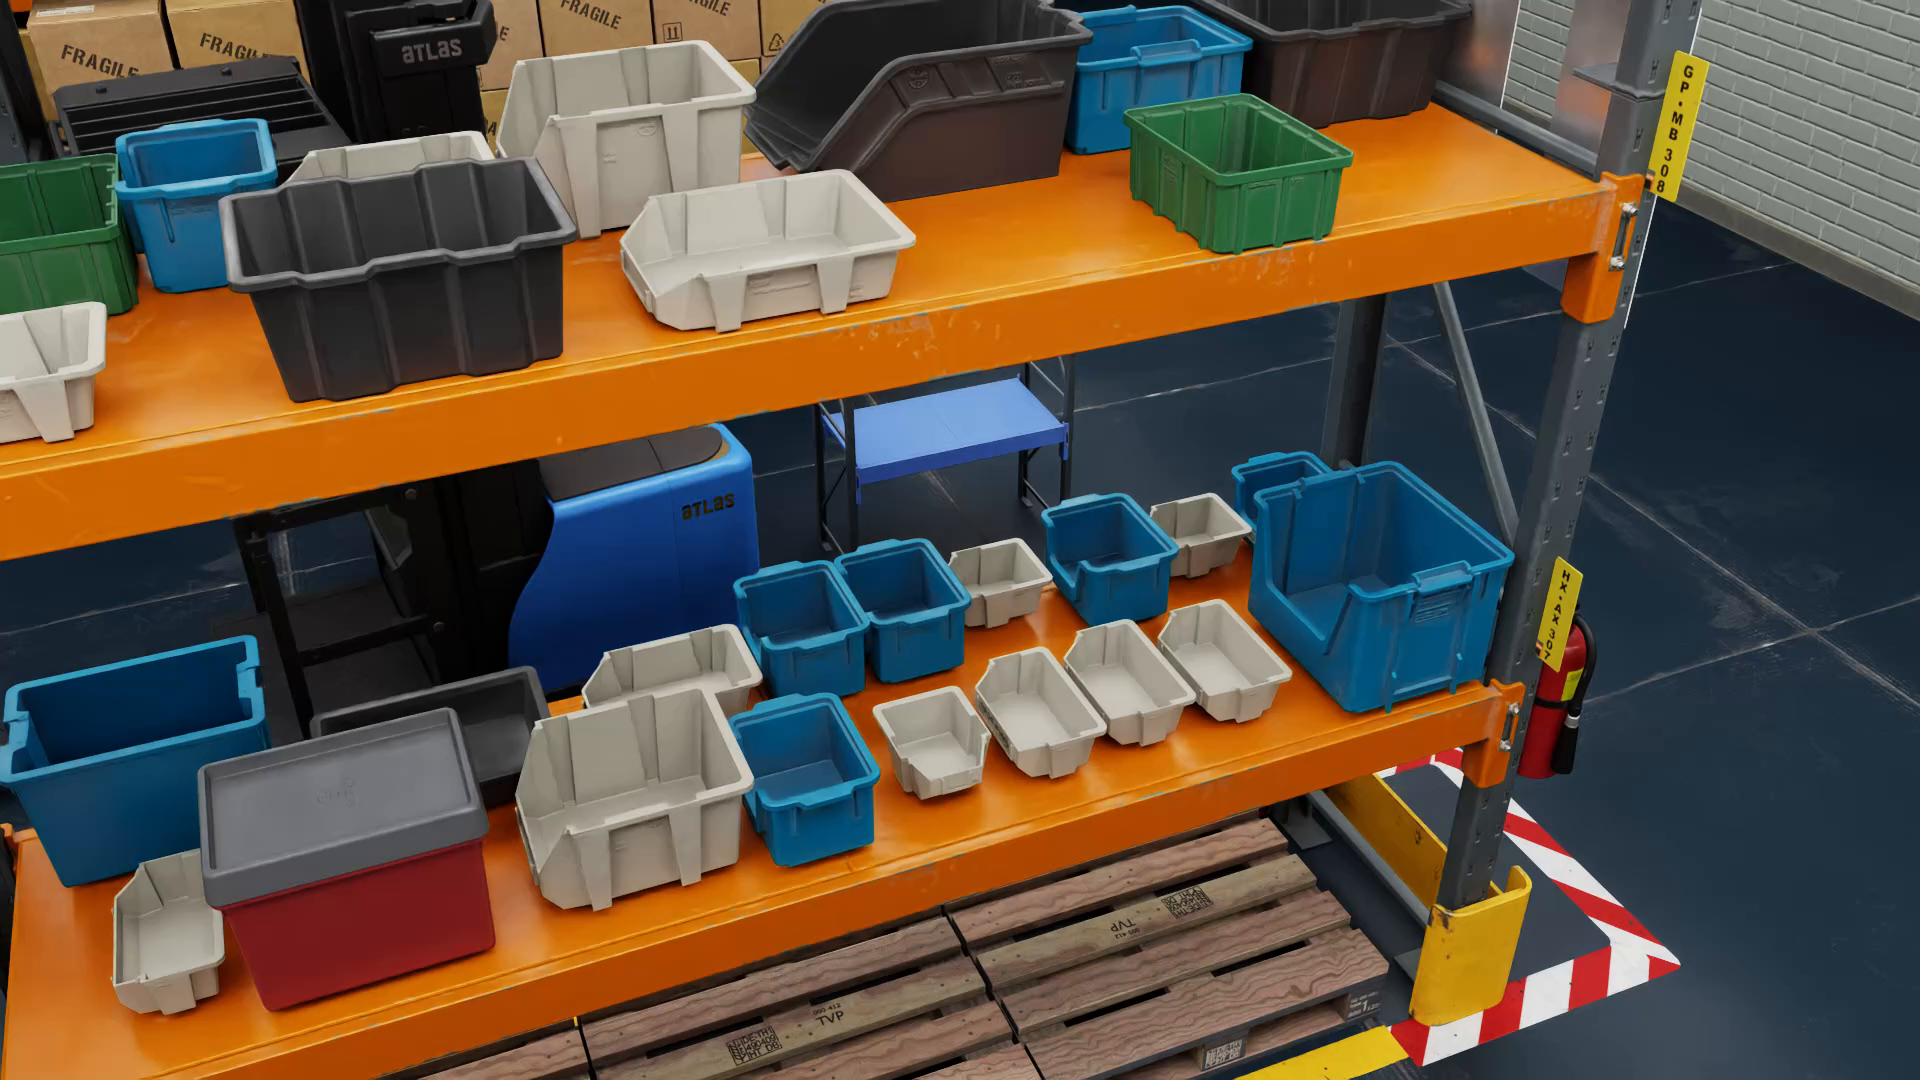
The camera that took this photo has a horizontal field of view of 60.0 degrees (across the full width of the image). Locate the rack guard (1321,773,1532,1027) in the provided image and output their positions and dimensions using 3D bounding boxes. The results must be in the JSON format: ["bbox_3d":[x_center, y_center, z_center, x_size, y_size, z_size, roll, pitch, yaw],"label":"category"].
[{"bbox_3d":[1.420,1.036,5.699,0.348,0.500,1.175,-13,35,-19],"label":"rack guard"}]

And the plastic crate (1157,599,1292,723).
[{"bbox_3d":[0.721,0.348,4.651,0.243,0.136,0.396,-13,35,-19],"label":"plastic crate"}]

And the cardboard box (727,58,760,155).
[{"bbox_3d":[-1.296,-2.191,8.275,0.500,0.500,0.500,-13,35,-19],"label":"cardboard box"}]

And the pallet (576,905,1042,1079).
[{"bbox_3d":[-0.495,1.579,5.130,1.213,0.211,1.003,-13,35,-19],"label":"pallet"}]

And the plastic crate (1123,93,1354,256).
[{"bbox_3d":[0.604,-0.817,3.699,0.336,0.188,0.450,-13,35,-19],"label":"plastic crate"}]

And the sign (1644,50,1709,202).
[{"bbox_3d":[1.631,-0.940,3.790,0.005,0.325,0.100,-13,35,-19],"label":"sign"}]

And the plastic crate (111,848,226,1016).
[{"bbox_3d":[-1.801,0.903,3.798,0.243,0.136,0.396,-13,35,-19],"label":"plastic crate"}]

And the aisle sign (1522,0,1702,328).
[{"bbox_3d":[1.583,-0.958,4.088,0.004,0.787,0.394,-13,35,-19],"label":"aisle sign"}]

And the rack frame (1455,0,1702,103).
[{"bbox_3d":[1.403,-2.515,3.364,0.127,3.000,1.000,-13,35,-19],"label":"rack frame"}]

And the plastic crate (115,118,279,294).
[{"bbox_3d":[-1.569,-0.696,3.472,0.300,0.233,0.416,-13,35,-19],"label":"plastic crate"}]

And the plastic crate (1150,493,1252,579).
[{"bbox_3d":[0.720,-0.002,5.190,0.298,0.136,0.250,-13,35,-19],"label":"plastic crate"}]

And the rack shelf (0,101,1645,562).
[{"bbox_3d":[-0.441,-0.534,3.729,4.000,0.370,1.077,-13,35,-19],"label":"rack shelf"}]

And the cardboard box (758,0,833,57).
[{"bbox_3d":[-0.815,-2.721,8.172,0.500,0.500,0.500,-13,35,-19],"label":"cardboard box"}]

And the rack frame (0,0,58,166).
[{"bbox_3d":[-4.199,-1.647,7.531,0.127,3.000,1.000,-13,35,-19],"label":"rack frame"}]

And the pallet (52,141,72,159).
[{"bbox_3d":[-6.802,-2.768,11.810,1.213,0.211,1.003,-13,35,-19],"label":"pallet"}]

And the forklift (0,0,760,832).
[{"bbox_3d":[-2.316,-0.485,5.809,3.031,2.935,1.130,-17,37,-24],"label":"forklift"}]

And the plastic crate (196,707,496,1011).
[{"bbox_3d":[-1.365,0.730,3.764,0.583,0.464,0.402,-13,35,-19],"label":"plastic crate"}]

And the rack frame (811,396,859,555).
[{"bbox_3d":[-0.547,-0.503,7.148,0.032,1.500,0.500,-13,35,-19],"label":"rack frame"}]

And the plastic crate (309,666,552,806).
[{"bbox_3d":[-1.357,0.563,4.331,0.590,0.125,0.437,-13,35,-19],"label":"plastic crate"}]

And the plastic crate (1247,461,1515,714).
[{"bbox_3d":[1.167,0.124,4.721,0.499,0.435,0.616,-13,35,-19],"label":"plastic crate"}]

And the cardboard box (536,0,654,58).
[{"bbox_3d":[-1.757,-2.502,7.836,0.500,0.500,0.500,-12,35,-18],"label":"cardboard box"}]

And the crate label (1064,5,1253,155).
[{"bbox_3d":[0.427,-1.163,4.173,0.502,0.251,0.408,-13,35,-19],"label":"crate label"}]

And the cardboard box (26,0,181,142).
[{"bbox_3d":[-3.656,-2.066,7.167,0.500,0.500,0.500,-12,35,-18],"label":"cardboard box"}]

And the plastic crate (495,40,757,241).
[{"bbox_3d":[-0.760,-0.895,3.734,0.530,0.282,0.437,-13,35,-19],"label":"plastic crate"}]

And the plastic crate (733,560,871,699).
[{"bbox_3d":[-0.443,0.273,4.679,0.300,0.233,0.416,-13,35,-19],"label":"plastic crate"}]

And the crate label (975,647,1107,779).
[{"bbox_3d":[0.201,0.473,4.459,0.243,0.136,0.396,-13,35,-19],"label":"crate label"}]

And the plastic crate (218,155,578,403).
[{"bbox_3d":[-1.033,-0.483,3.111,0.590,0.269,0.497,-13,35,-19],"label":"plastic crate"}]

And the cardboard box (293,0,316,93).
[{"bbox_3d":[-2.706,-2.284,7.501,0.500,0.500,0.500,-14,36,-20],"label":"cardboard box"}]

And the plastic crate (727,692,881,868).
[{"bbox_3d":[-0.391,0.607,4.165,0.300,0.233,0.416,-13,35,-19],"label":"plastic crate"}]

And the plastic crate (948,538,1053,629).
[{"bbox_3d":[0.095,0.141,4.970,0.298,0.136,0.250,-13,35,-19],"label":"plastic crate"}]

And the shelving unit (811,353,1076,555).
[{"bbox_3d":[-0.079,-0.611,7.313,1.048,1.500,0.538,-13,35,-19],"label":"shelving unit"}]
